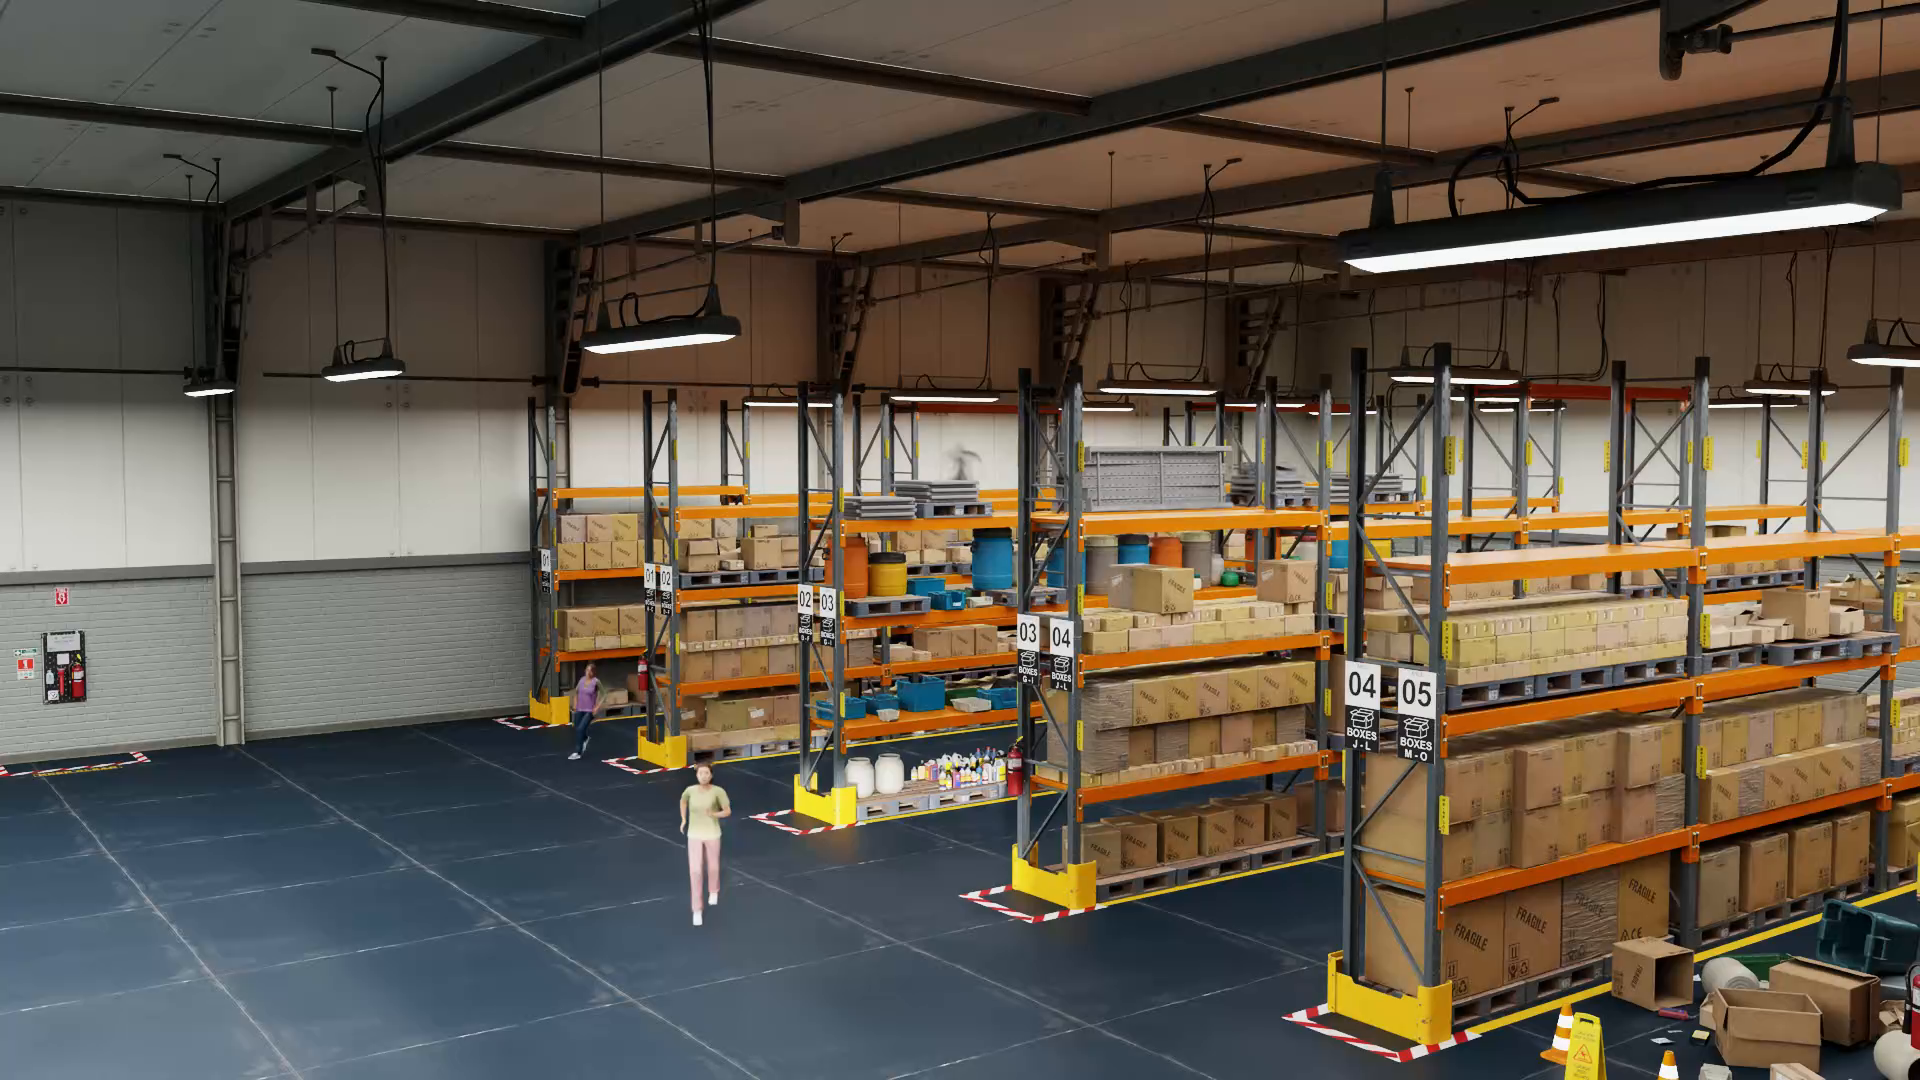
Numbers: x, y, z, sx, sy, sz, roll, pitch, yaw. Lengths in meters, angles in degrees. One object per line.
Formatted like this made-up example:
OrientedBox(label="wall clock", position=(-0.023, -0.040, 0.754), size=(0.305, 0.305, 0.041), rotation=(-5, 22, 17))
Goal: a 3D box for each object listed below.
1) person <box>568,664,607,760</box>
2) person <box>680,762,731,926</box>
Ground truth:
OrientedBox(label="person", position=(-6.049, 2.782, 27.143), size=(0.602, 1.550, 0.670), rotation=(1, 3, 15))
OrientedBox(label="person", position=(-2.764, 3.235, 18.036), size=(0.569, 1.666, 0.947), rotation=(0, 3, -5))
